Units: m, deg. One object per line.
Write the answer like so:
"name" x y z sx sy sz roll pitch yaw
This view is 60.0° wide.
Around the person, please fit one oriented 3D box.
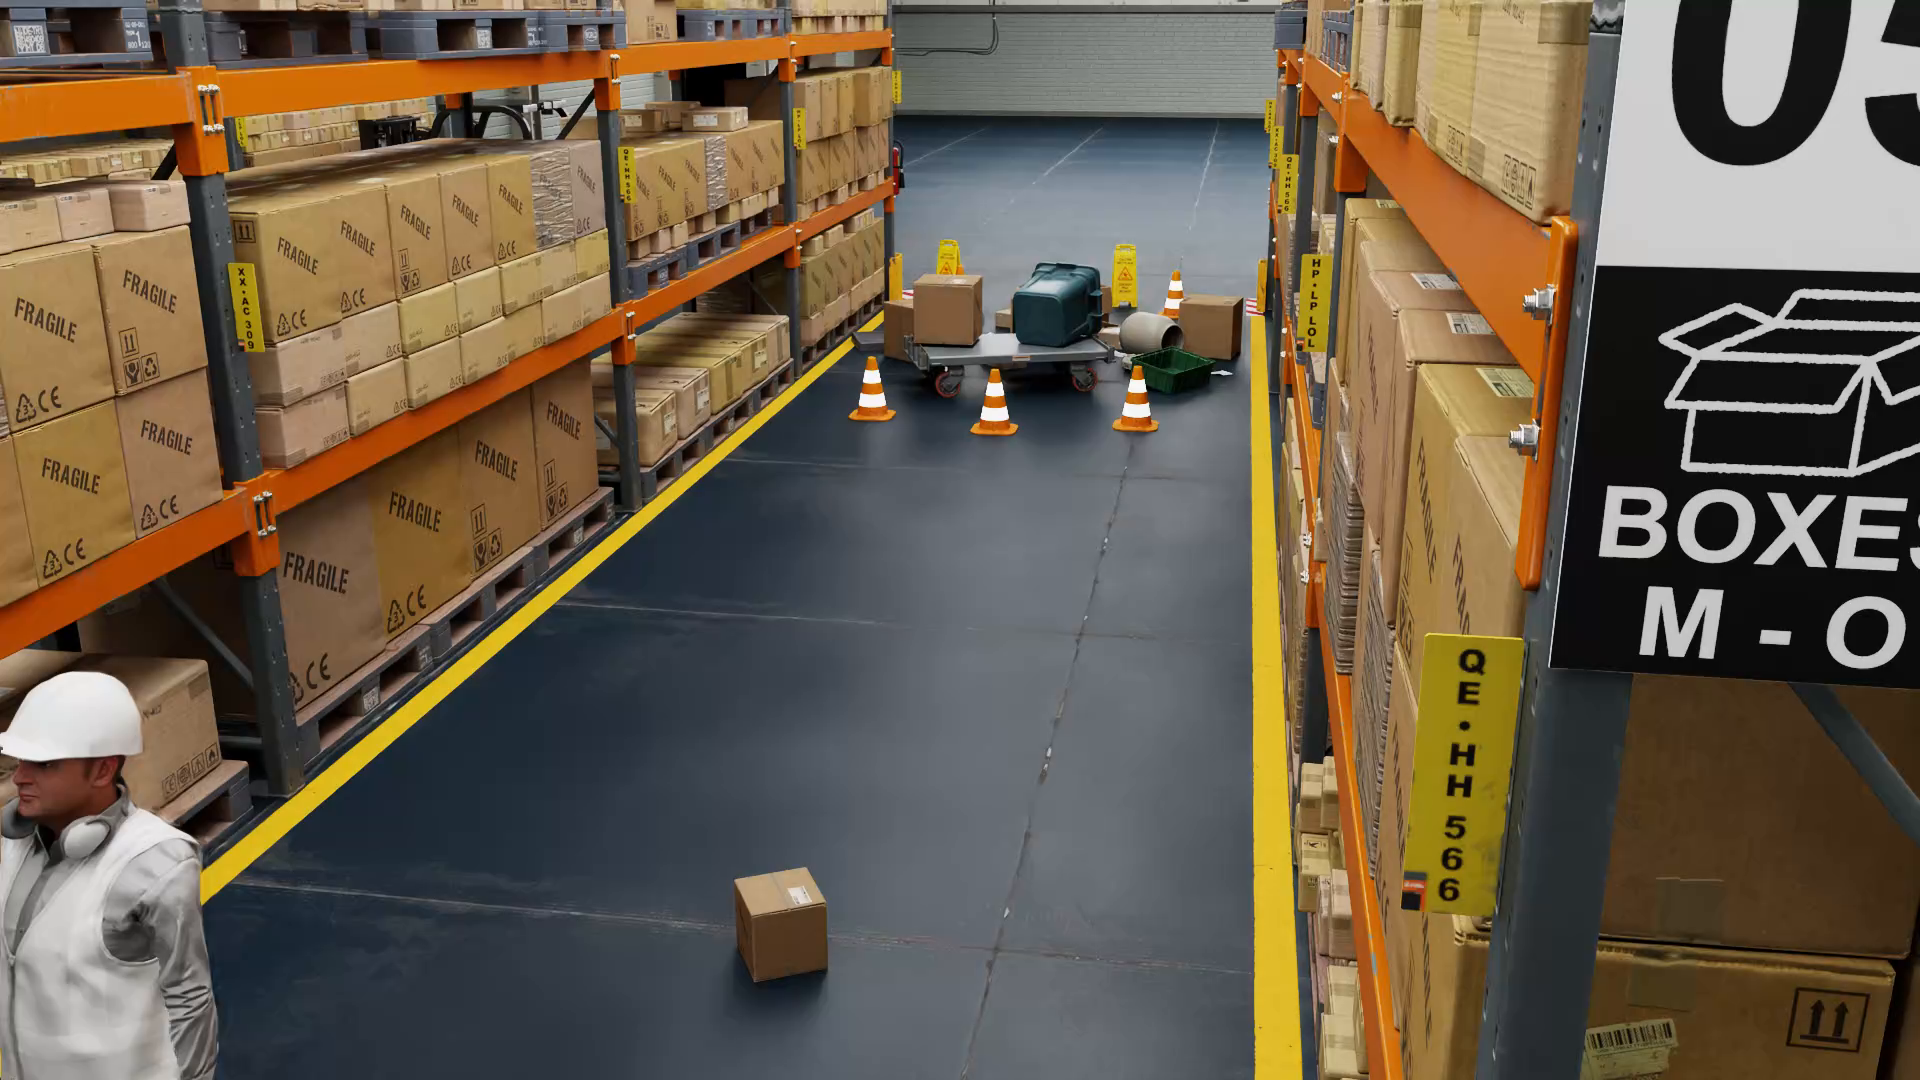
"person" -1.769 1.103 3.508 0.528 1.756 0.606 8 20 25
